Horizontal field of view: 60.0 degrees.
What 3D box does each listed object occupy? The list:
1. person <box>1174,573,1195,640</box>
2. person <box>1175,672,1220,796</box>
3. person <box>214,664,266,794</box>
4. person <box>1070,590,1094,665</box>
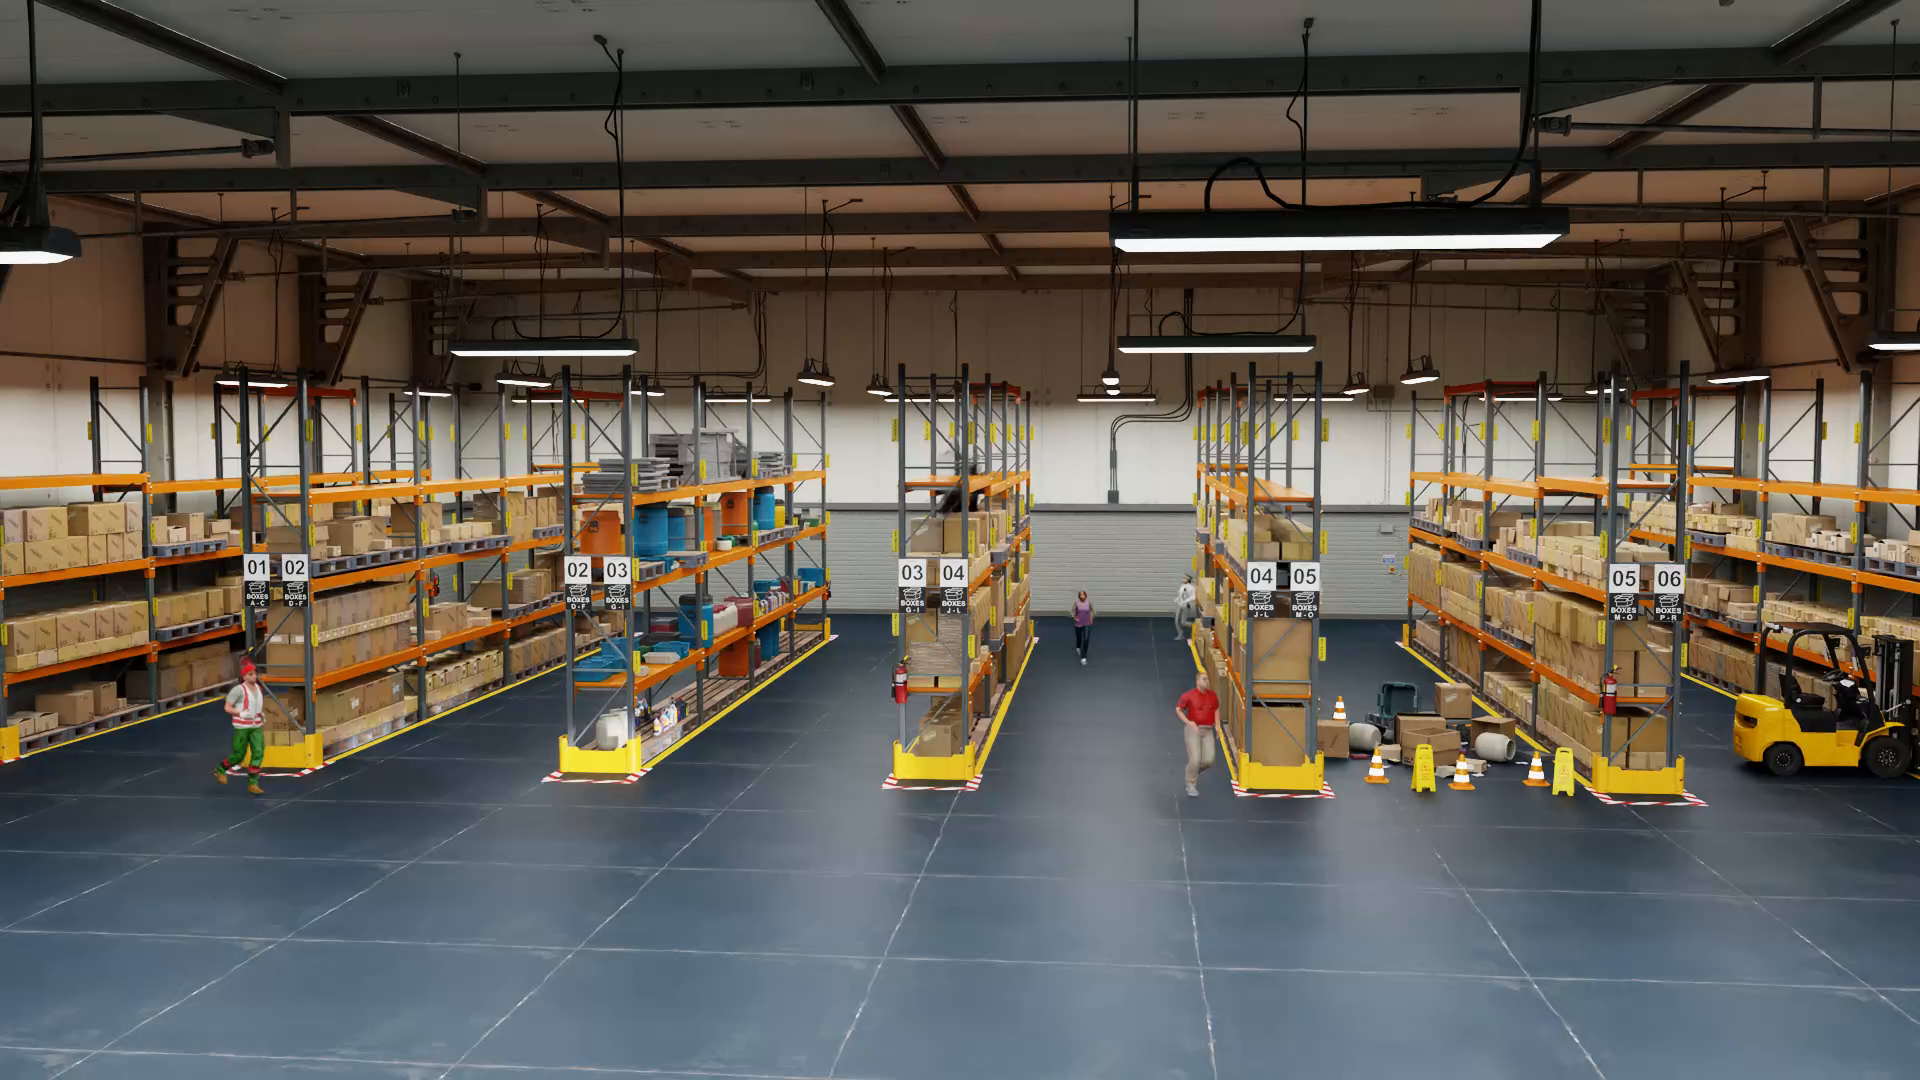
[{"bbox_3d":[5.524,1.610,40.298,0.644,1.660,0.654,-1,4,-19],"label":"person"},{"bbox_3d":[3.340,2.685,23.118,0.694,1.684,0.569,-1,4,-18],"label":"person"},{"bbox_3d":[-9.998,2.629,23.274,0.866,1.782,0.668,2,4,29],"label":"person"},{"bbox_3d":[2.677,1.887,36.368,0.538,1.596,0.812,0,4,-2],"label":"person"}]
